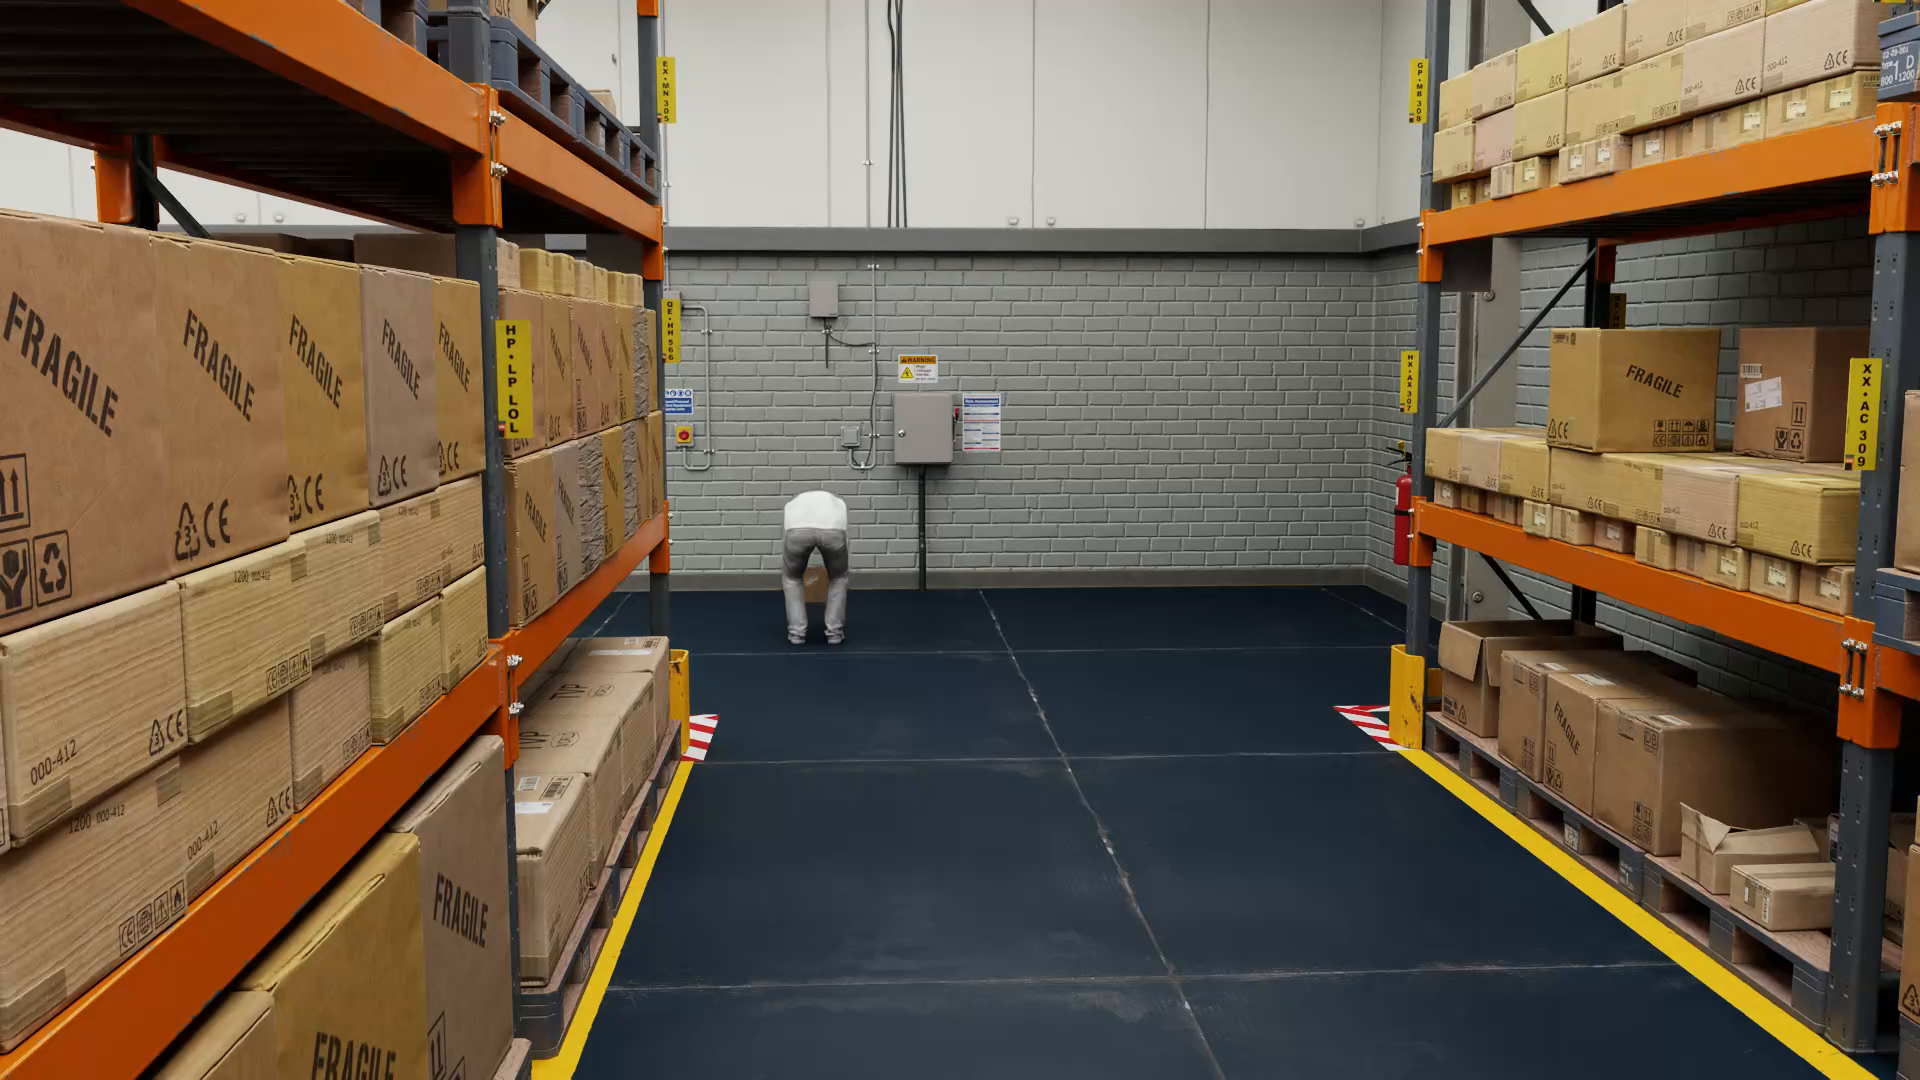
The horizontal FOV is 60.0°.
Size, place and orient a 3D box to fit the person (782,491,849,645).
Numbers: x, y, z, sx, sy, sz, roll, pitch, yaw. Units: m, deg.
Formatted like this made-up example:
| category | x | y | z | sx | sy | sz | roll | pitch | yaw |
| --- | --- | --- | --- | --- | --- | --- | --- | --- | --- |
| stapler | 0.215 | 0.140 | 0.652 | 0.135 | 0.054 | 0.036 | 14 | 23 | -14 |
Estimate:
| category | x | y | z | sx | sy | sz | roll | pitch | yaw |
| --- | --- | --- | --- | --- | --- | --- | --- | --- | --- |
| person | -1.060 | 0.165 | 12.137 | 0.481 | 1.089 | 1.013 | -1 | 7 | -6 |
